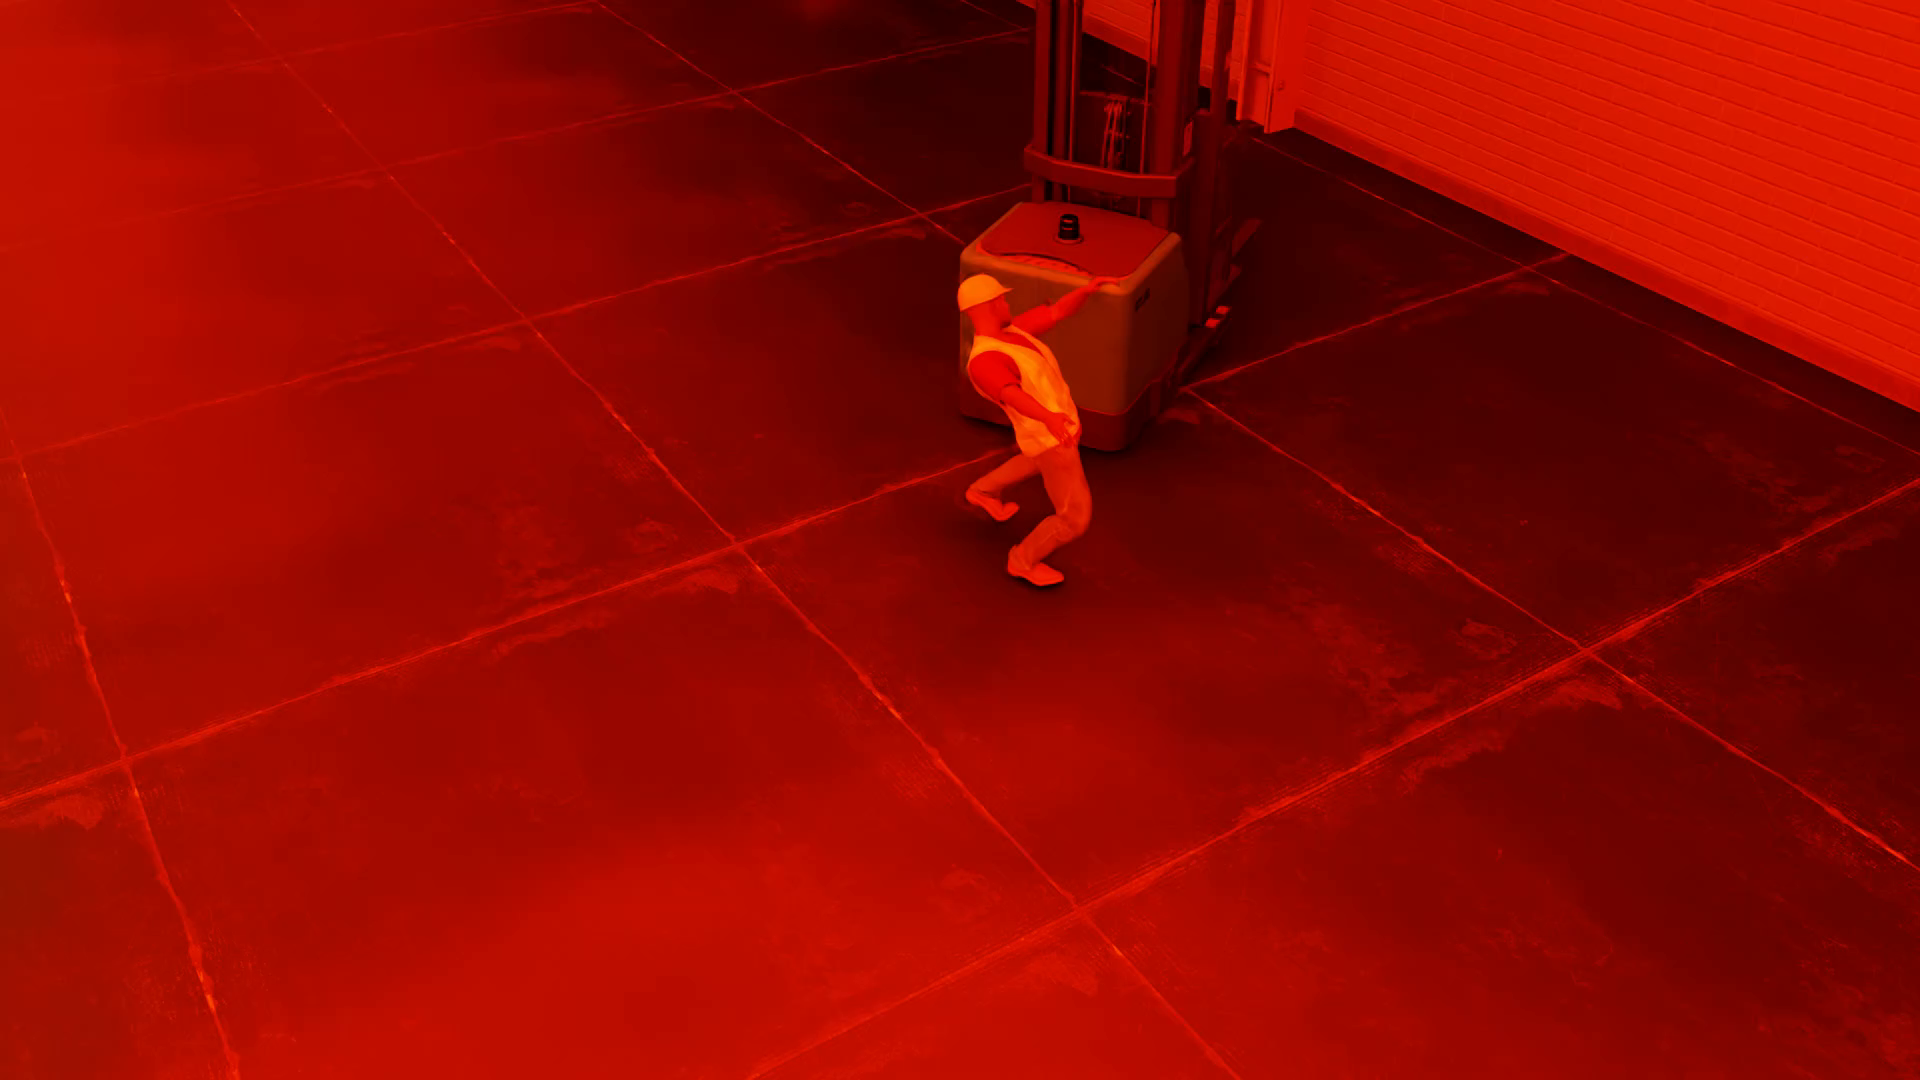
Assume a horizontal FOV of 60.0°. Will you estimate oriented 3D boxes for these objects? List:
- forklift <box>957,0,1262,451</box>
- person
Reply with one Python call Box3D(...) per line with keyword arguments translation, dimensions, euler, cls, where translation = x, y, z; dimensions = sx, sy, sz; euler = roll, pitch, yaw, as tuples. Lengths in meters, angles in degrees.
Box3D(translation=(1.096, -2.526, 9.742), dimensions=(1.130, 2.935, 3.031), euler=(16, 38, 21), cls="forklift")
Box3D(translation=(0.376, -0.451, 7.981), dimensions=(0.750, 1.524, 1.117), euler=(-1, 35, -2), cls="person")
